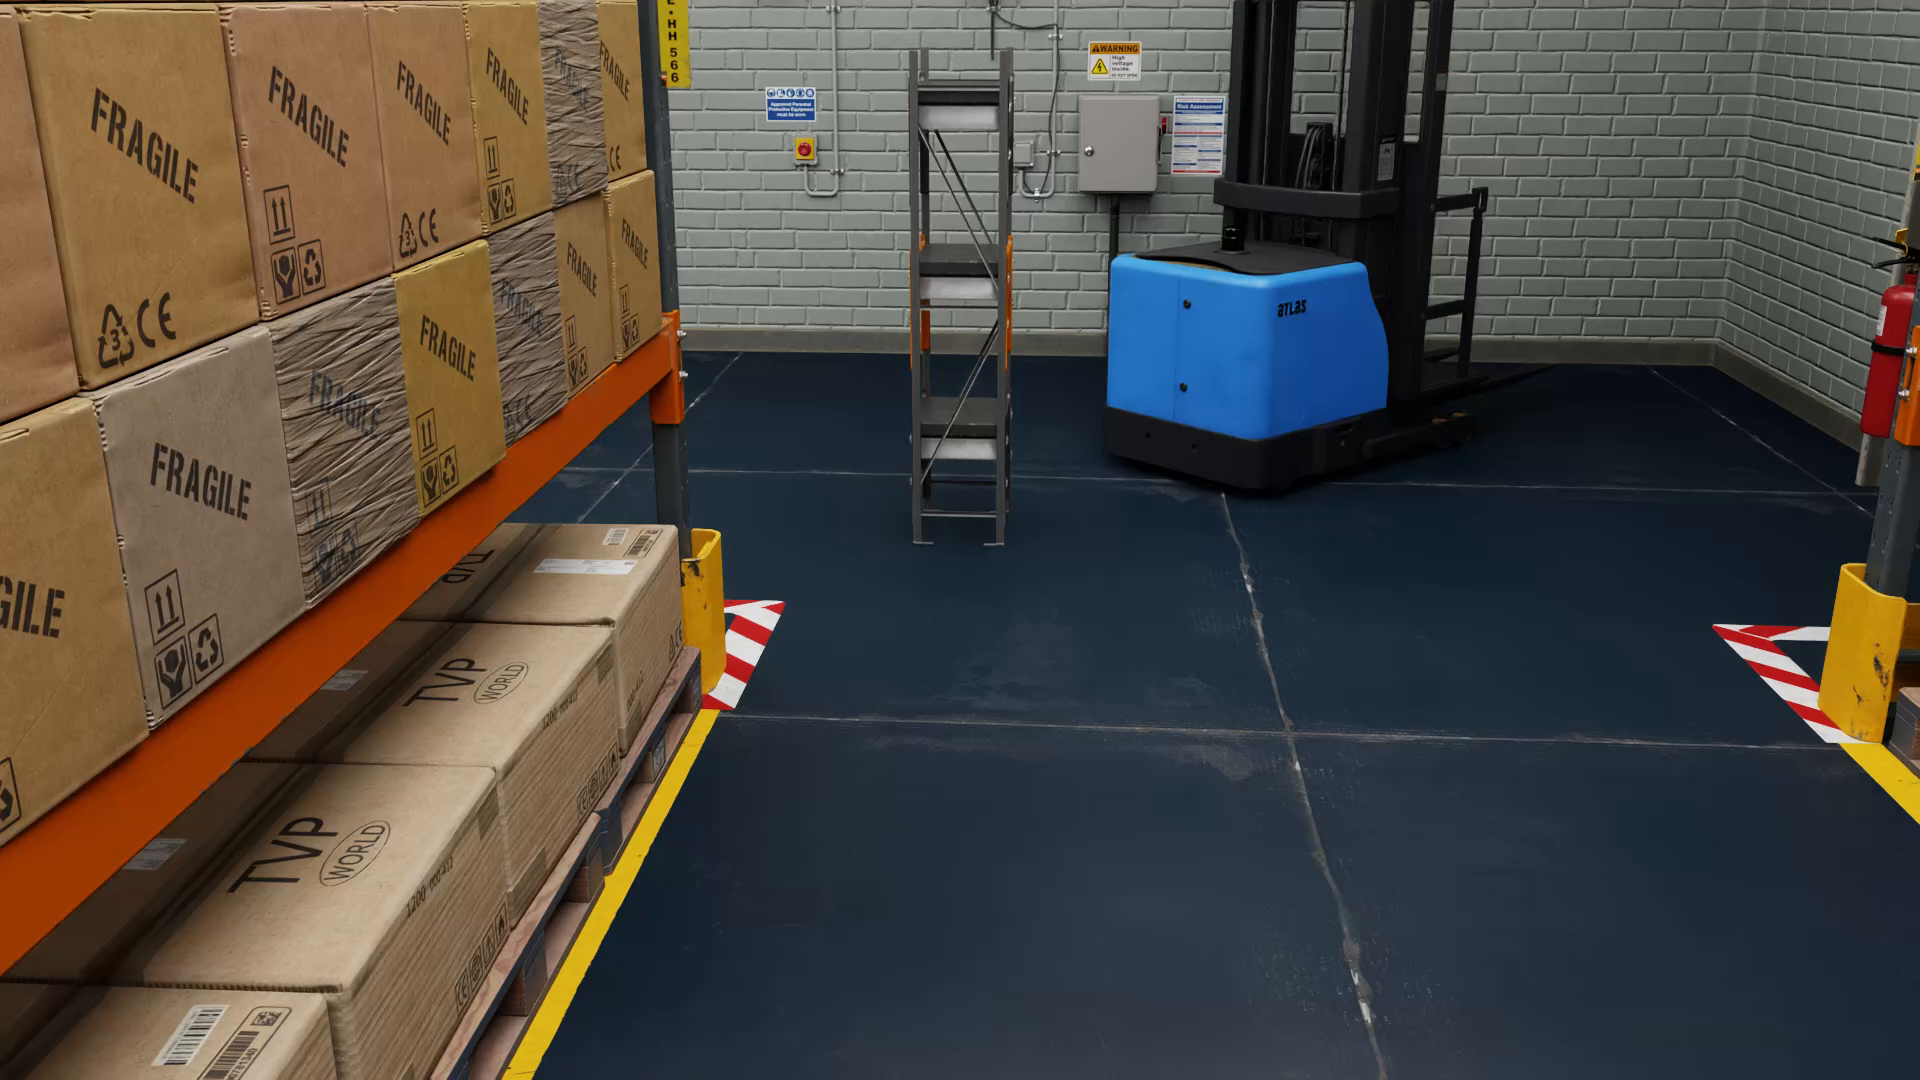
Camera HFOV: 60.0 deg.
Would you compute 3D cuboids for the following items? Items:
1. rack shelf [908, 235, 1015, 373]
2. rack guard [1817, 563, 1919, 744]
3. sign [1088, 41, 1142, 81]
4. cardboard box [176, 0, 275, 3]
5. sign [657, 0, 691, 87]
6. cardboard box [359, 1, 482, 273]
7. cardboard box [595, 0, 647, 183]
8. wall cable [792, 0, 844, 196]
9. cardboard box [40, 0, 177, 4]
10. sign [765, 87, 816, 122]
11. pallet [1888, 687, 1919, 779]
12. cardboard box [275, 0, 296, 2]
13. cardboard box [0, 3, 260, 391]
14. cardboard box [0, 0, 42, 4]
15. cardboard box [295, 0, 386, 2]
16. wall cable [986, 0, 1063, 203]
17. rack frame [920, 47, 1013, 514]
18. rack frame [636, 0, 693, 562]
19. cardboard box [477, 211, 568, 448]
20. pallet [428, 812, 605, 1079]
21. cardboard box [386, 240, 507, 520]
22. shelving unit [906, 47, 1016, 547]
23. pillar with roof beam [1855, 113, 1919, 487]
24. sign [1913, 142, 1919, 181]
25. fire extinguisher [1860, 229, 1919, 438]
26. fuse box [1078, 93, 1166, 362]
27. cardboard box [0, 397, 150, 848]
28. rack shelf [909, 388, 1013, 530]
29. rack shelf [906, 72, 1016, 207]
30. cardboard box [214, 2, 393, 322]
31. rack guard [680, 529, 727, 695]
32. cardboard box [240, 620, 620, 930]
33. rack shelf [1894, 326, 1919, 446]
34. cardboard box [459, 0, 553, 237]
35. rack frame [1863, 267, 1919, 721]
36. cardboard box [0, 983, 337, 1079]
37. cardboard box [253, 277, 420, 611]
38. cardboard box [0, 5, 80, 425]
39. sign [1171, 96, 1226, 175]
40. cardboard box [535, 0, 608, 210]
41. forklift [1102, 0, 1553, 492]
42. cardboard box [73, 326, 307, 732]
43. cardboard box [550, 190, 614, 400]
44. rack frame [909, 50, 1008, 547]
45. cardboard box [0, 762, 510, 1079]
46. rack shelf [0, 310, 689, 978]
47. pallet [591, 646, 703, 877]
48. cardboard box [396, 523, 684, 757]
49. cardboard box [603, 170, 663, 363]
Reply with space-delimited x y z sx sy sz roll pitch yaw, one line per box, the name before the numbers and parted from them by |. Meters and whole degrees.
rack shelf | 0.012 -1.036 7.257 0.431 0.518 0.480 1 18 4
rack guard | 3.506 0.381 5.457 1.175 0.500 0.348 1 18 4
sign | 0.986 -3.058 10.611 0.339 0.242 0.001 1 18 4
cardboard box | -1.339 -0.939 2.663 0.380 0.149 0.250 1 18 2
sign | -0.899 -1.586 5.207 0.100 0.325 0.005 1 18 4
cardboard box | -1.321 -0.835 3.388 0.500 0.500 0.500 1 18 4
cardboard box | -1.237 -1.308 4.830 0.500 0.500 0.500 2 18 6
wall cable | -1.059 -3.189 10.658 0.585 1.953 0.123 1 18 4
cardboard box | -1.387 -0.857 2.413 0.380 0.149 0.250 1 18 4
sign | -1.102 -2.840 10.840 0.327 0.218 0.001 1 18 4
pallet | 3.450 0.766 4.746 1.003 0.211 1.213 1 18 4
cardboard box | -1.403 -1.019 2.906 0.380 0.149 0.250 1 18 4
cardboard box | -1.408 -0.520 2.425 0.500 0.500 0.500 1 18 3
cardboard box | -1.466 -0.781 2.182 0.380 0.149 0.250 1 18 3
cardboard box | -1.317 -1.093 3.135 0.380 0.149 0.250 1 18 4
wall cable | 0.357 -3.147 10.577 0.588 1.984 0.122 1 18 4
rack frame | 0.029 -1.125 7.484 0.400 2.100 0.015 1 18 4
rack frame | -1.439 -0.940 5.474 1.000 3.000 0.127 1 18 4
cardboard box | -1.288 -0.516 4.021 0.500 0.500 0.500 2 18 6
pallet | -1.509 1.013 3.992 1.003 0.211 1.213 1 18 4
cardboard box | -1.312 -0.356 3.530 0.500 0.500 0.500 2 18 6
shelving unit | 0.012 -1.049 7.253 0.431 2.100 0.503 1 18 4
pillar with roof beam | 0.310 -4.595 6.993 9.100 9.000 0.400 1 18 4
sign | 2.970 -1.254 5.042 0.100 0.325 0.005 1 18 4
fire extinguisher | 3.061 -0.672 5.381 0.296 0.674 0.183 1 18 4
fuse box | 1.026 -1.987 10.740 0.539 1.711 0.414 1 18 4
cardboard box | -1.431 0.115 2.094 0.500 0.500 0.500 2 18 6
rack shelf | 0.012 -0.371 7.475 0.431 0.518 0.480 1 18 4
rack shelf | 0.012 -1.701 7.039 0.431 0.518 0.480 1 18 4
cardboard box | -1.360 -0.678 2.910 0.500 0.500 0.500 2 18 5
rack guard | -1.438 0.240 5.886 1.175 0.500 0.348 1 18 4
cardboard box | -1.444 0.570 4.308 0.875 0.438 0.875 2 18 5
rack shelf | 3.368 0.133 3.356 1.077 0.370 4.000 1 18 4
cardboard box | -1.283 -0.991 3.864 0.500 0.500 0.500 1 18 4
rack frame | 3.512 -0.830 5.140 1.000 3.000 0.127 1 18 4
cardboard box | -1.574 1.128 2.604 0.875 0.438 0.875 1 18 3
cardboard box | -1.349 -0.196 3.042 0.500 0.500 0.500 1 18 4
cardboard box | -1.450 -0.363 1.947 0.500 0.500 0.500 1 18 4
sign | 1.534 -2.608 10.717 0.329 0.494 0.001 1 18 4
cardboard box | -1.245 -1.145 4.333 0.500 0.500 0.500 1 18 4
forklift | 2.176 -1.988 8.784 3.031 2.935 1.130 -15 24 -39
cardboard box | -1.391 -0.041 2.571 0.500 0.500 0.500 1 18 4
cardboard box | -1.261 -0.676 4.509 0.500 0.500 0.500 1 18 3
rack frame | -0.006 -0.973 7.022 0.400 2.100 0.015 1 18 4
cardboard box | -1.511 0.850 3.453 0.875 0.438 0.875 1 18 2
rack shelf | -1.583 0.023 3.691 1.077 0.370 4.000 1 18 4
pallet | -1.419 0.635 5.145 1.003 0.211 1.213 1 18 4
cardboard box | -1.387 0.285 5.176 0.875 0.438 0.875 1 18 2
cardboard box | -1.210 -0.832 4.984 0.500 0.500 0.500 1 18 4
